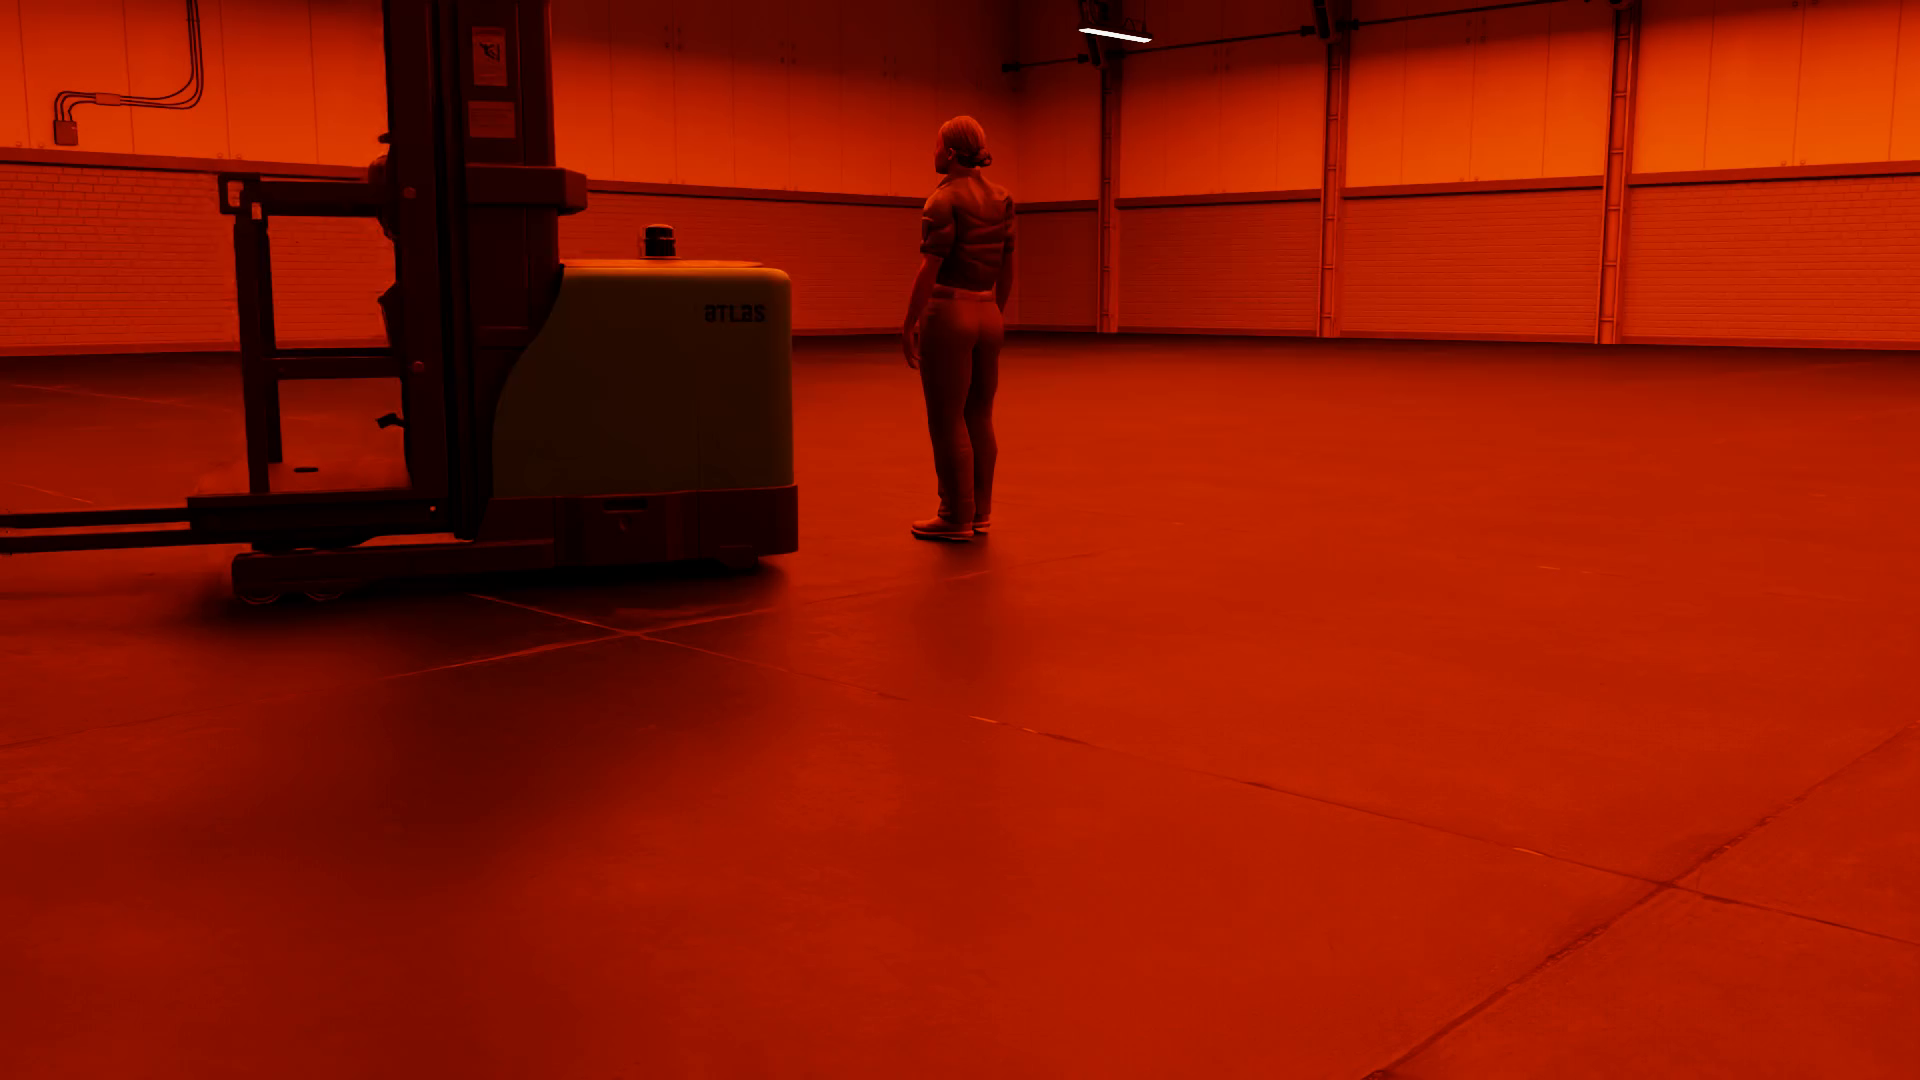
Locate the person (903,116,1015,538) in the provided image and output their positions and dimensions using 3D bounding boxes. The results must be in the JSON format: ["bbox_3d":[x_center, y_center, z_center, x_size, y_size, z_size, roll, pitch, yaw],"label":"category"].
[{"bbox_3d":[-0.050,-0.831,6.668,0.502,1.645,0.570,8,12,43],"label":"person"}]

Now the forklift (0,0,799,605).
[{"bbox_3d":[-2.155,-1.329,5.700,3.031,2.935,1.130,-3,9,-19],"label":"forklift"}]
